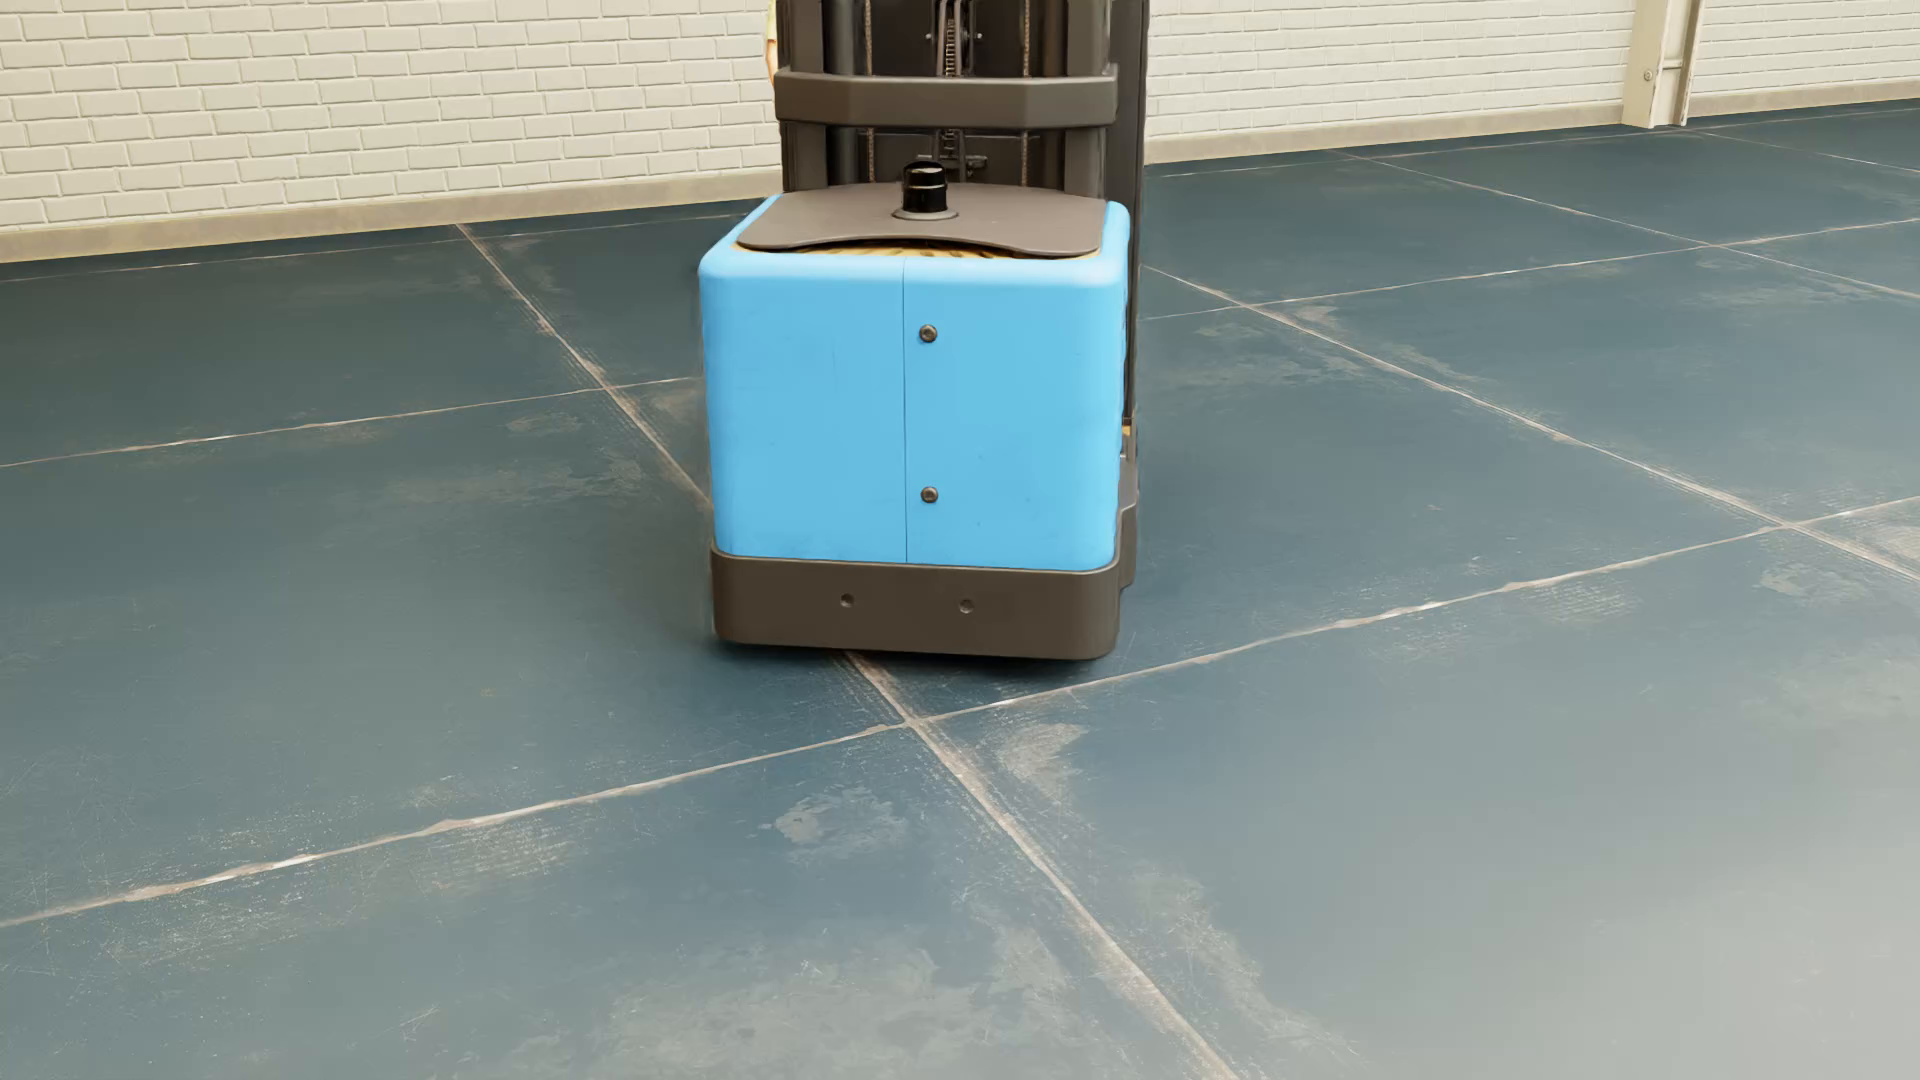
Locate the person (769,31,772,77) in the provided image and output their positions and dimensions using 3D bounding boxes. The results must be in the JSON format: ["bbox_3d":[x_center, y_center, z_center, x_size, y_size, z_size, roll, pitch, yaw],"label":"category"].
[{"bbox_3d":[-0.557,-1.930,7.620,0.623,1.659,0.586,9,24,20],"label":"person"}]

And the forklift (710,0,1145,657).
[{"bbox_3d":[0.007,-1.580,5.089,1.130,2.935,3.031,1,23,4],"label":"forklift"}]
